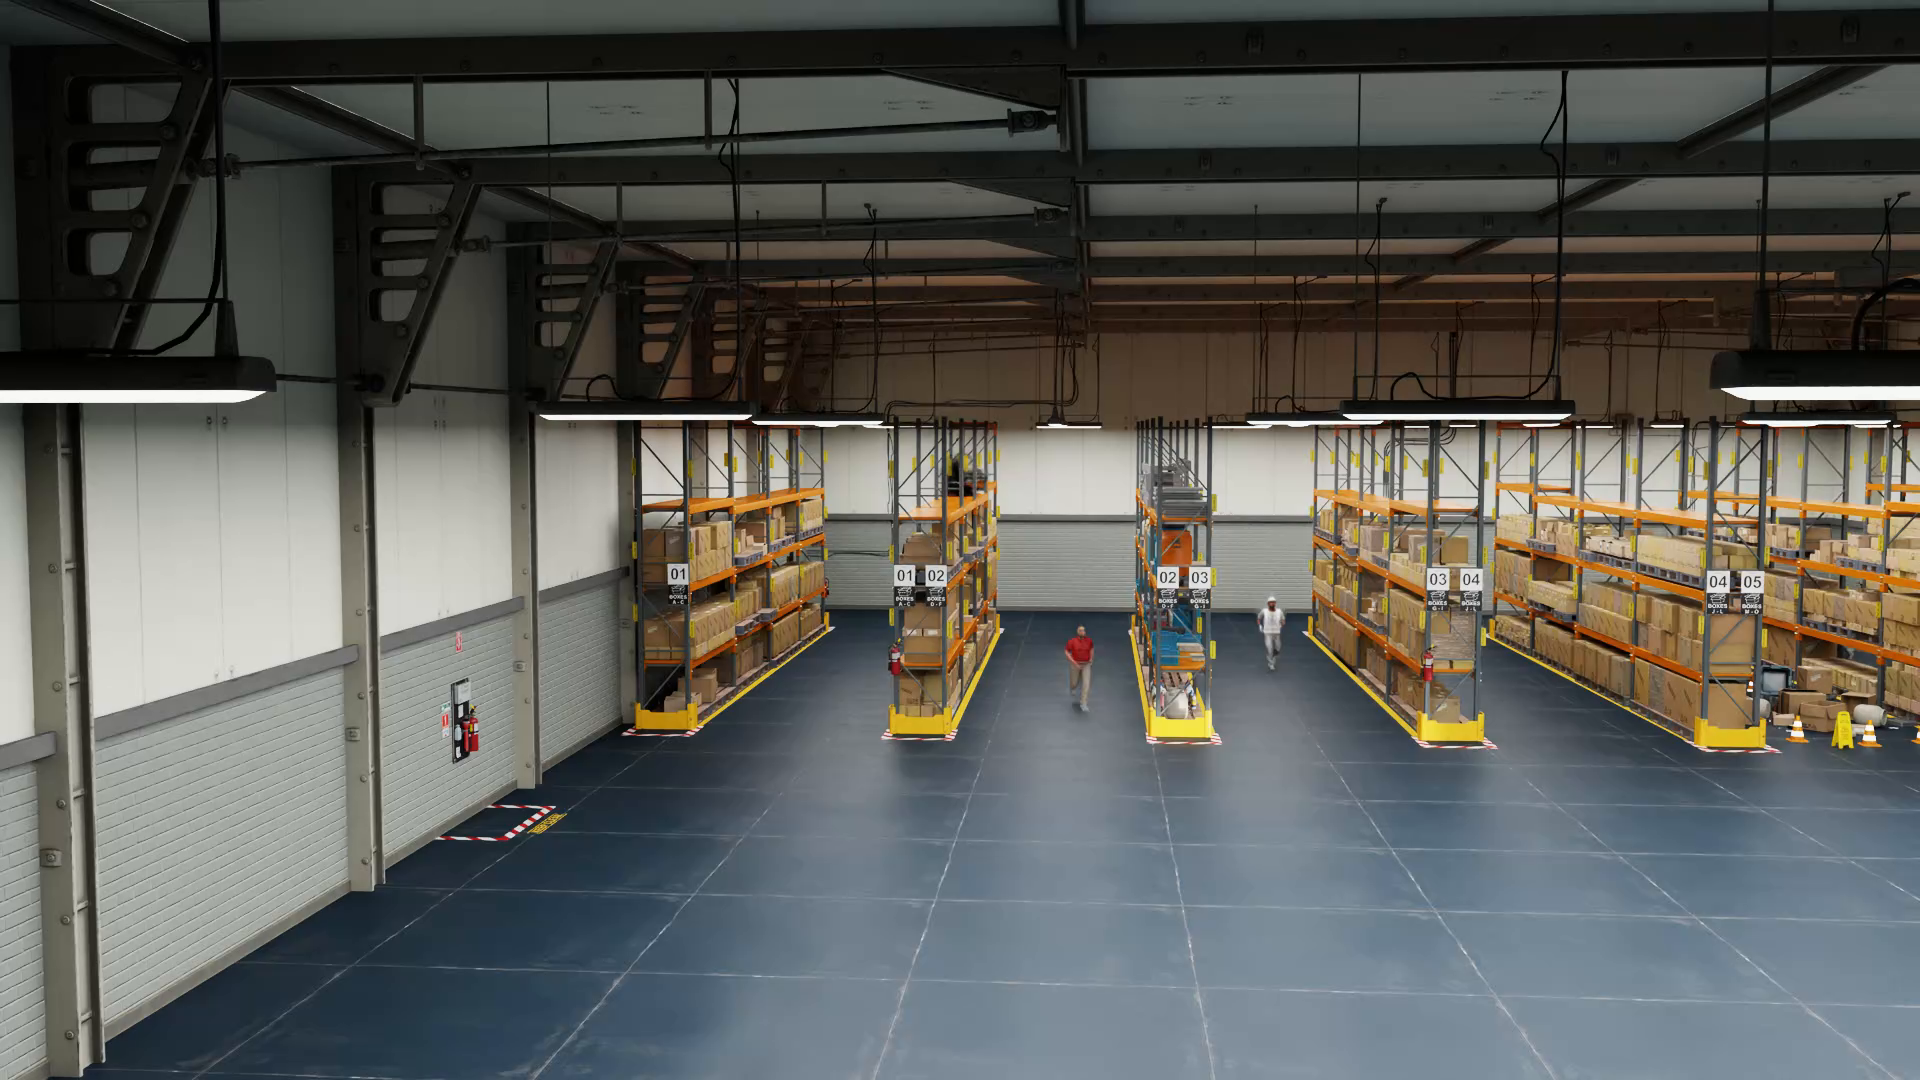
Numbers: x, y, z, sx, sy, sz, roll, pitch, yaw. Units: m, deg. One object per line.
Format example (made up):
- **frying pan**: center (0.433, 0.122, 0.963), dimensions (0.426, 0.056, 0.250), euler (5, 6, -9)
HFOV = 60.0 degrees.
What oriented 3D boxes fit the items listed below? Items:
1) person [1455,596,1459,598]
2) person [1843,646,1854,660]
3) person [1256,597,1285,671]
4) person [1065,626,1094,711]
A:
- **person**: center (13.497, 1.920, 45.603), dimensions (0.631, 1.696, 0.813), euler (1, 4, 13)
- **person**: center (21.825, 2.199, 40.898), dimensions (0.578, 1.675, 0.846), euler (0, 4, 1)
- **person**: center (7.477, 2.243, 39.958), dimensions (0.696, 1.750, 0.818), euler (0, 4, 0)
- **person**: center (2.491, 2.649, 34.542), dimensions (0.642, 1.721, 1.031), euler (0, 4, -3)
